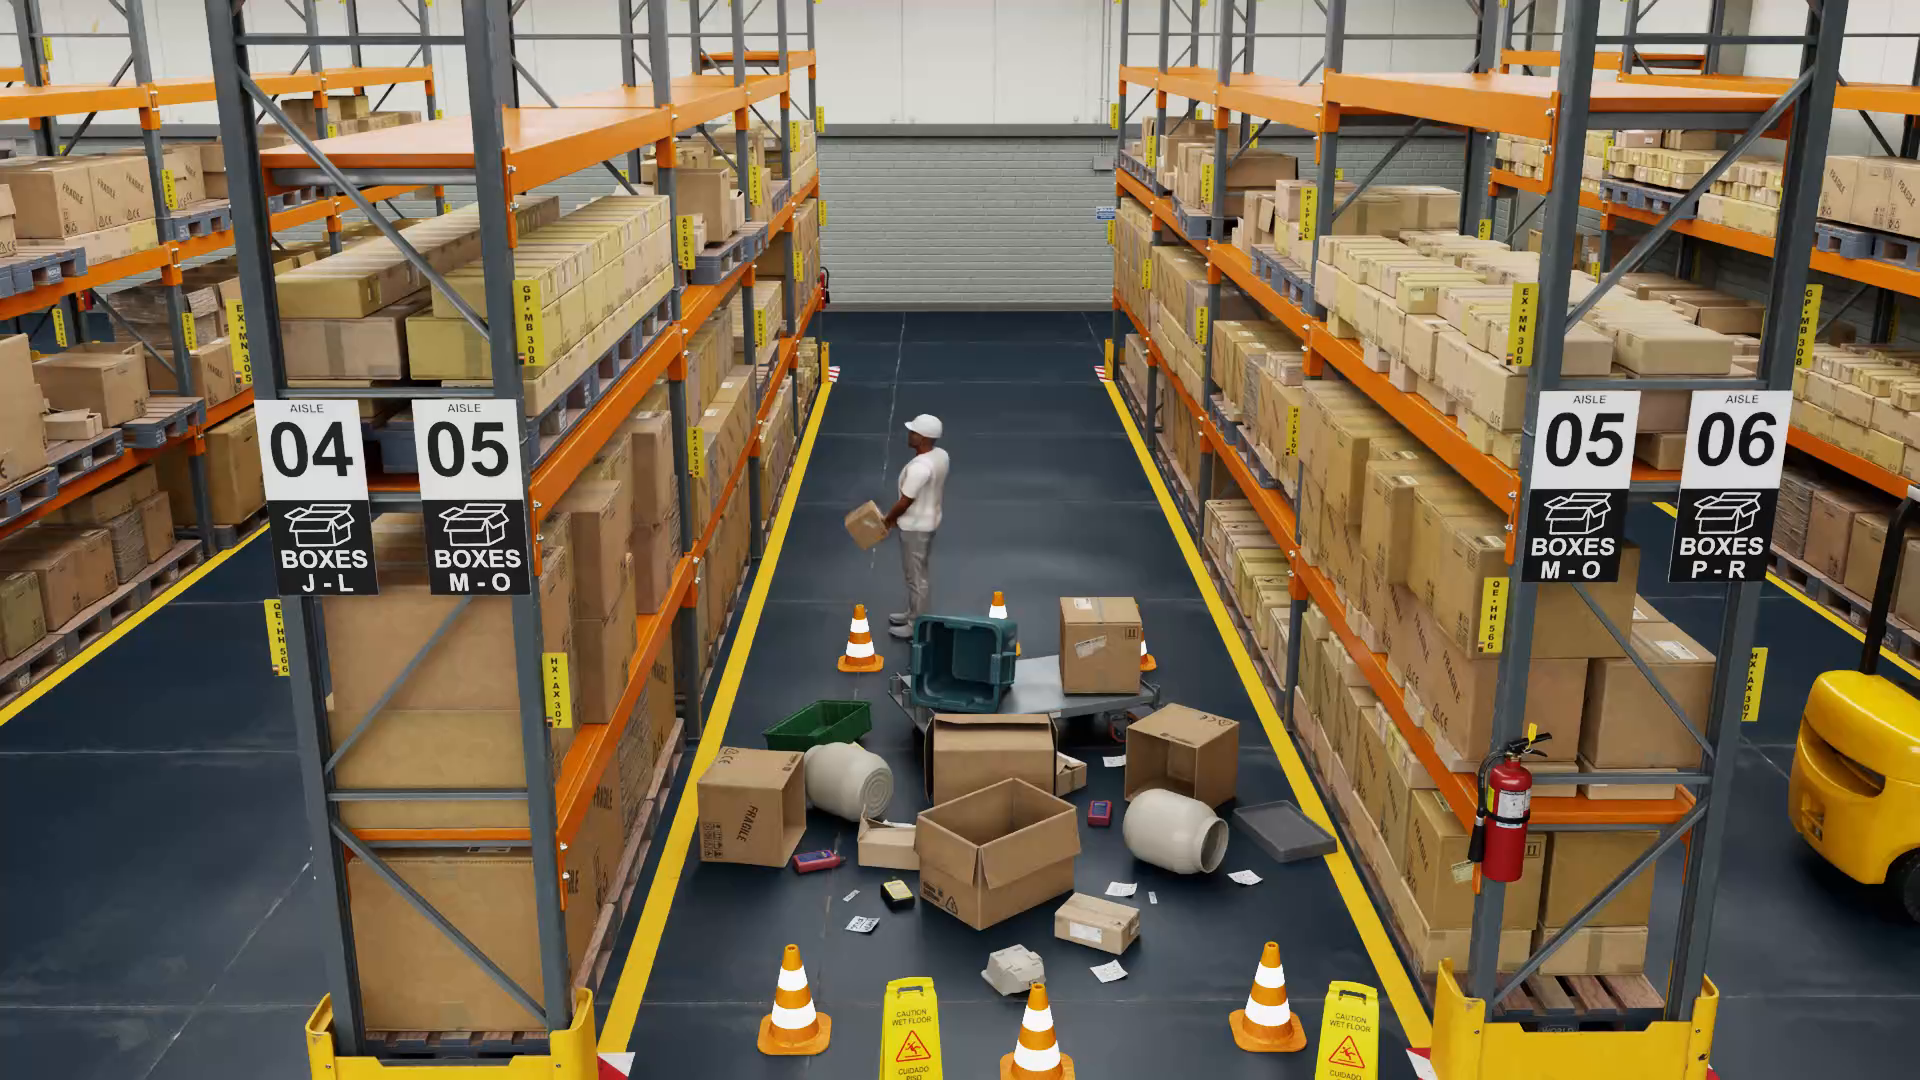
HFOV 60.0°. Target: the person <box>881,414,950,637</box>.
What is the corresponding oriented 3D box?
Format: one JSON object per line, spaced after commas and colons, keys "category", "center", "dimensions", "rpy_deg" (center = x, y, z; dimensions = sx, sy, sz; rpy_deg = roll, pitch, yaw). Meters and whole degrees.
{"category": "person", "center": [-0.374, -0.115, 12.870], "dimensions": [0.531, 1.767, 0.545], "rpy_deg": [5, 18, 17]}
